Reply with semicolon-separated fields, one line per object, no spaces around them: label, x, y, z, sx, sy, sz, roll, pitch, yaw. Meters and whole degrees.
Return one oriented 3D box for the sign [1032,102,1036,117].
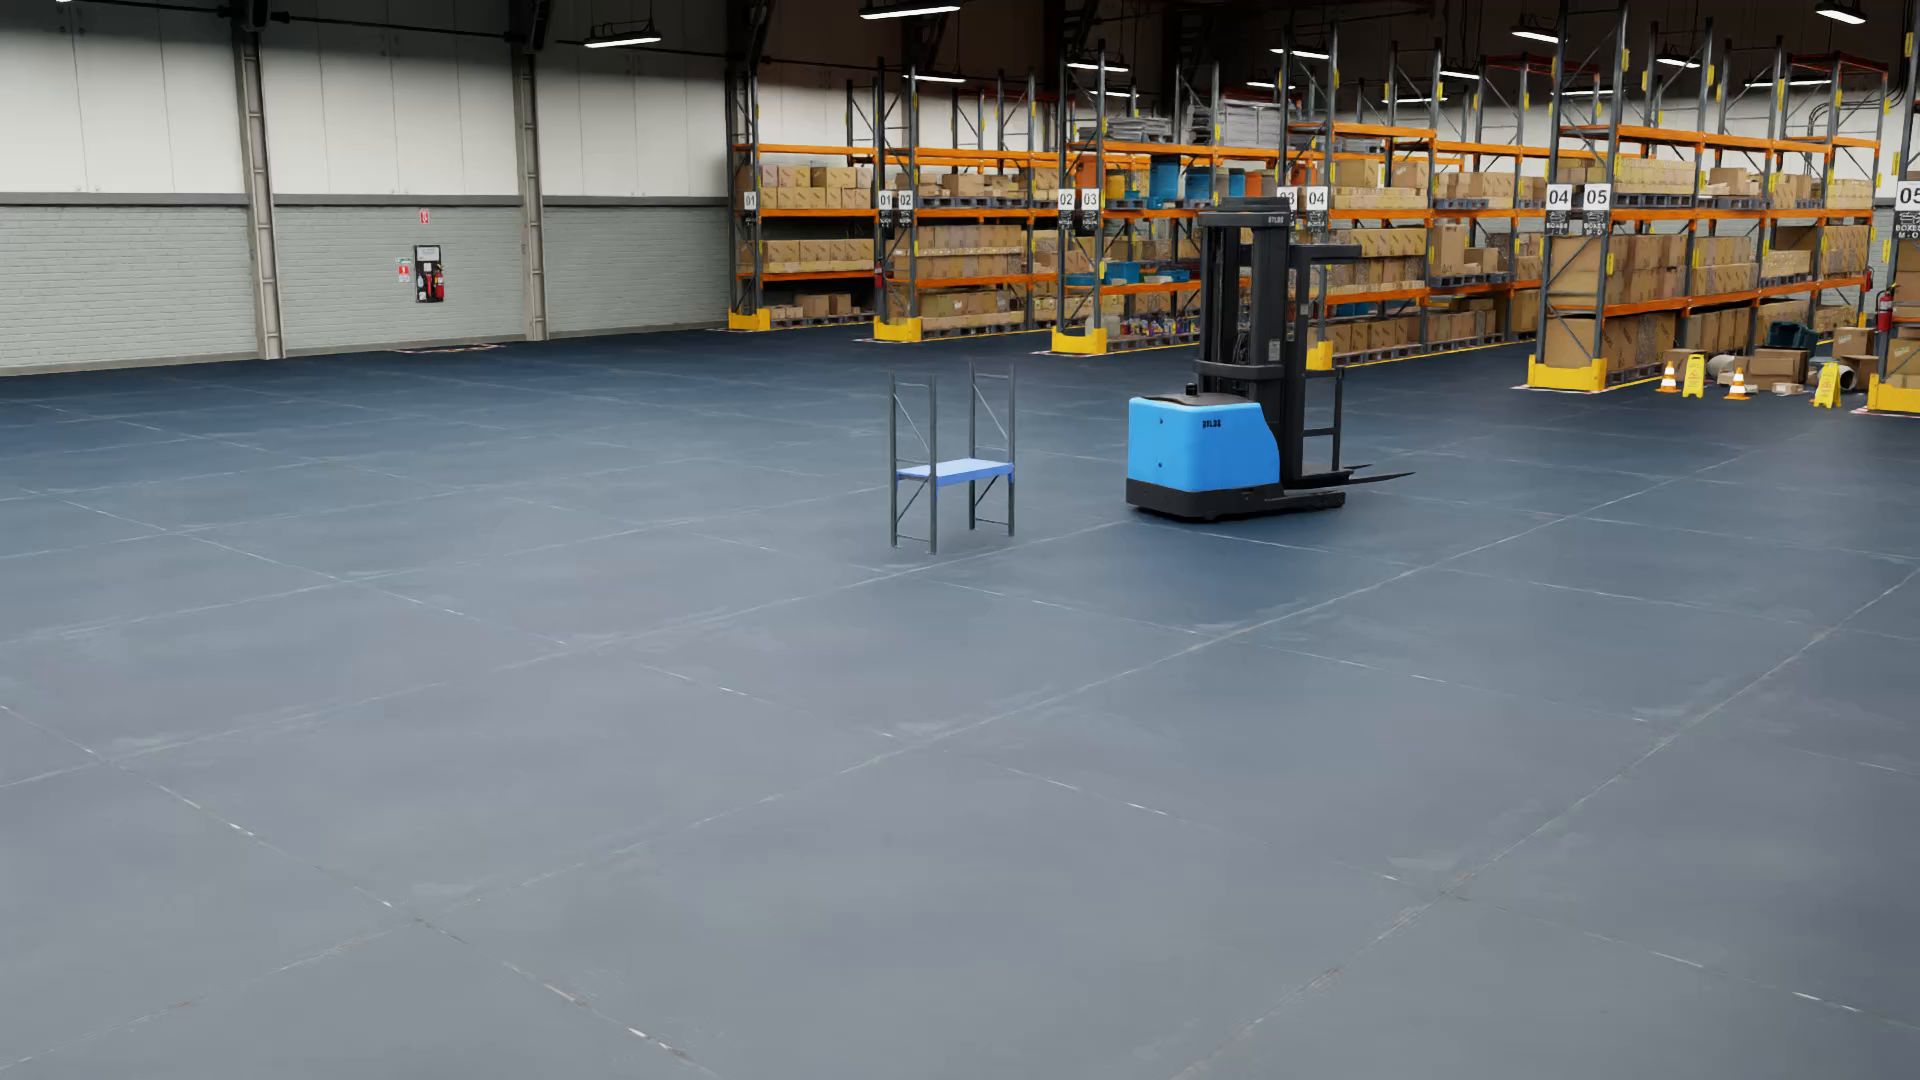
sign;1.688;-9.852;38.022;0.100;0.325;0.005;10;15;40

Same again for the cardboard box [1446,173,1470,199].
cardboard box;9.732;-7.091;33.310;0.797;0.503;0.637;11;15;43

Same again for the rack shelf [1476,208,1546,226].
rack shelf;12.687;-7.169;36.875;1.077;0.370;4.000;10;15;40

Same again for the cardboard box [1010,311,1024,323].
cardboard box;1.146;-5.211;38.839;0.500;0.250;0.500;10;15;40

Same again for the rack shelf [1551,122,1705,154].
rack shelf;11.065;-6.611;27.442;1.077;0.370;4.000;10;15;40

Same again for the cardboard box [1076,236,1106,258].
cardboard box;3.701;-8.598;49.085;0.980;0.700;0.700;9;15;39

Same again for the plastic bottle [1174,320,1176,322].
plastic bottle;4.543;-4.544;35.383;0.152;0.276;0.135;10;15;40

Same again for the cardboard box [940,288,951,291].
cardboard box;-0.659;-6.495;44.578;0.700;0.500;0.500;10;15;40

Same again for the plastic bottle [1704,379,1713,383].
plastic bottle;12.266;-2.622;27.434;0.283;0.061;0.133;4;12;21

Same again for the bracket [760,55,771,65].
bracket;-4.724;-11.438;39.563;0.235;0.232;0.430;10;15;40

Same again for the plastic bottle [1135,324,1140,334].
plastic bottle;3.753;-4.460;35.155;0.097;0.201;0.097;0;11;0

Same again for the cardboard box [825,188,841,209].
cardboard box;-3.264;-8.354;40.663;0.500;0.500;0.500;9;14;38

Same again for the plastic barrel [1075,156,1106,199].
plastic barrel;2.591;-7.196;33.001;0.600;0.830;0.708;10;15;40

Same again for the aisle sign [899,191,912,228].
aisle sign;-1.166;-7.087;35.646;0.394;0.787;0.004;10;15;40

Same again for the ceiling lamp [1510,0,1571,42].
ceiling lamp;10.708;-10.597;29.636;0.800;3.185;2.000;10;15;40

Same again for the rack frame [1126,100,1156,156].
rack frame;5.485;-11.797;50.550;1.000;3.000;0.127;10;15;40

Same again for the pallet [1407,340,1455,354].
pallet;9.239;-3.916;33.526;1.003;0.211;1.213;10;15;40

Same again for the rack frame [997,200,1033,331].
rack frame;1.288;-6.450;39.094;1.000;3.000;0.127;10;15;40

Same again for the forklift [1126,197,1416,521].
forklift;3.115;-1.802;16.002;3.031;2.935;1.130;-7;13;-30

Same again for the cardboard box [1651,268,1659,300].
cardboard box;11.360;-4.382;28.358;0.875;0.550;0.550;10;15;40

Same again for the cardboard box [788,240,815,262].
cardboard box;-3.856;-6.983;40.182;0.500;0.500;0.500;9;14;39

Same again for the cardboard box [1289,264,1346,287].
cardboard box;6.470;-4.852;30.081;0.875;0.500;0.500;10;15;40

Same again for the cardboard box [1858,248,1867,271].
cardboard box;20.203;-6.373;37.696;0.500;0.500;0.500;10;15;41

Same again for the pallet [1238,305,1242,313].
pallet;7.022;-6.360;45.765;1.003;0.211;1.213;10;15;40

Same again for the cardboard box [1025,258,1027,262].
cardboard box;1.779;-7.848;46.685;0.380;0.149;0.250;10;15;42

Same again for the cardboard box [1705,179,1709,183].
cardboard box;13.713;-6.556;30.866;0.500;0.311;0.500;9;15;39

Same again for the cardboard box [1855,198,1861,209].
cardboard box;19.536;-7.427;36.710;0.500;0.250;0.500;11;15;43

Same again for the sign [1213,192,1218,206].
sign;5.412;-7.211;35.226;0.100;0.325;0.005;10;15;40

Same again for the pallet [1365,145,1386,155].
pallet;9.764;-9.513;40.618;1.003;0.211;1.213;10;15;40

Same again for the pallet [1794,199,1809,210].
pallet;16.496;-6.838;33.859;1.213;0.211;1.003;10;15;40

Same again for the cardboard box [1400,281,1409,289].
cardboard box;8.423;-4.911;32.031;0.380;0.149;0.250;10;15;40

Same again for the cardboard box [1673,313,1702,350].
cardboard box;12.728;-3.718;30.088;1.050;0.750;0.750;10;15;40

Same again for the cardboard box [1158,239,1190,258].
cardboard box;5.681;-7.732;44.184;0.500;0.500;0.700;-9;15;-39

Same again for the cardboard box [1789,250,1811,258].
cardboard box;17.548;-5.979;34.790;0.380;0.149;0.250;11;16;43

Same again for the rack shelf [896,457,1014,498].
rack shelf;-0.056;-0.547;14.286;0.538;0.185;1.000;10;15;40

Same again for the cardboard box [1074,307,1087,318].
cardboard box;2.755;-5.561;40.592;0.500;0.250;0.500;10;15;41

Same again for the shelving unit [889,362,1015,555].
shelving unit;-0.056;-0.723;14.251;0.538;1.500;1.048;10;15;40

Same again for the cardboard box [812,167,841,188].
cardboard box;-3.254;-8.841;40.548;0.500;0.500;0.500;9;14;38

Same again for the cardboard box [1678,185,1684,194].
cardboard box;12.049;-5.945;28.221;0.380;0.149;0.250;10;15;41

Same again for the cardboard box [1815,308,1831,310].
cardboard box;18.908;-5.008;36.564;0.380;0.149;0.250;9;14;38

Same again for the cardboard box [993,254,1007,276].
cardboard box;0.656;-6.354;38.360;0.700;0.500;0.500;10;15;40

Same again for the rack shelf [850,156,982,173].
rack shelf;-1.116;-9.777;43.293;1.077;0.370;4.000;10;15;40

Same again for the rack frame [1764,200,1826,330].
rack frame;17.666;-5.689;35.286;1.000;3.000;0.127;10;15;40

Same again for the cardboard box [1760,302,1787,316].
cardboard box;16.334;-4.665;33.551;0.500;0.250;0.500;10;15;41

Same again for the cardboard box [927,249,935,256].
cardboard box;-0.760;-6.297;36.420;0.380;0.149;0.250;9;15;39

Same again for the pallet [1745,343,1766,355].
pallet;15.543;-3.848;33.188;1.003;0.211;1.213;10;15;40

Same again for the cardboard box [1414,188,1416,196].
cardboard box;8.484;-6.649;31.796;0.380;0.149;0.250;10;15;41

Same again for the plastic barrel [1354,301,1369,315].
plastic barrel;9.915;-6.085;41.552;0.600;0.901;0.708;10;15;40

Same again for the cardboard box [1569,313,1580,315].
cardboard box;13.600;-5.413;38.254;1.225;0.875;0.875;10;15;41

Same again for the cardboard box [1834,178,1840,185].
cardboard box;18.574;-7.651;35.539;0.380;0.149;0.250;9;15;39

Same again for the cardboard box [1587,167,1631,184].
cardboard box;10.256;-5.760;26.277;0.500;0.250;0.500;10;15;40

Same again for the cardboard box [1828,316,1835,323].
cardboard box;18.973;-4.850;36.532;0.380;0.149;0.250;10;15;40

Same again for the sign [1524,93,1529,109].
sign;11.781;-9.127;34.594;0.100;0.325;0.005;10;15;40

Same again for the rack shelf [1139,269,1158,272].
rack shelf;5.248;-6.980;43.584;1.077;0.370;4.000;10;15;40

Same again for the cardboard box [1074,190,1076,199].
cardboard box;2.596;-8.326;40.142;0.500;0.250;0.500;8;14;36

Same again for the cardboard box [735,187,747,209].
cardboard box;-4.991;-8.125;39.517;0.500;0.500;0.500;-11;16;-43

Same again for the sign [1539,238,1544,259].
sign;9.347;-4.680;26.672;0.100;0.325;0.005;10;15;40
